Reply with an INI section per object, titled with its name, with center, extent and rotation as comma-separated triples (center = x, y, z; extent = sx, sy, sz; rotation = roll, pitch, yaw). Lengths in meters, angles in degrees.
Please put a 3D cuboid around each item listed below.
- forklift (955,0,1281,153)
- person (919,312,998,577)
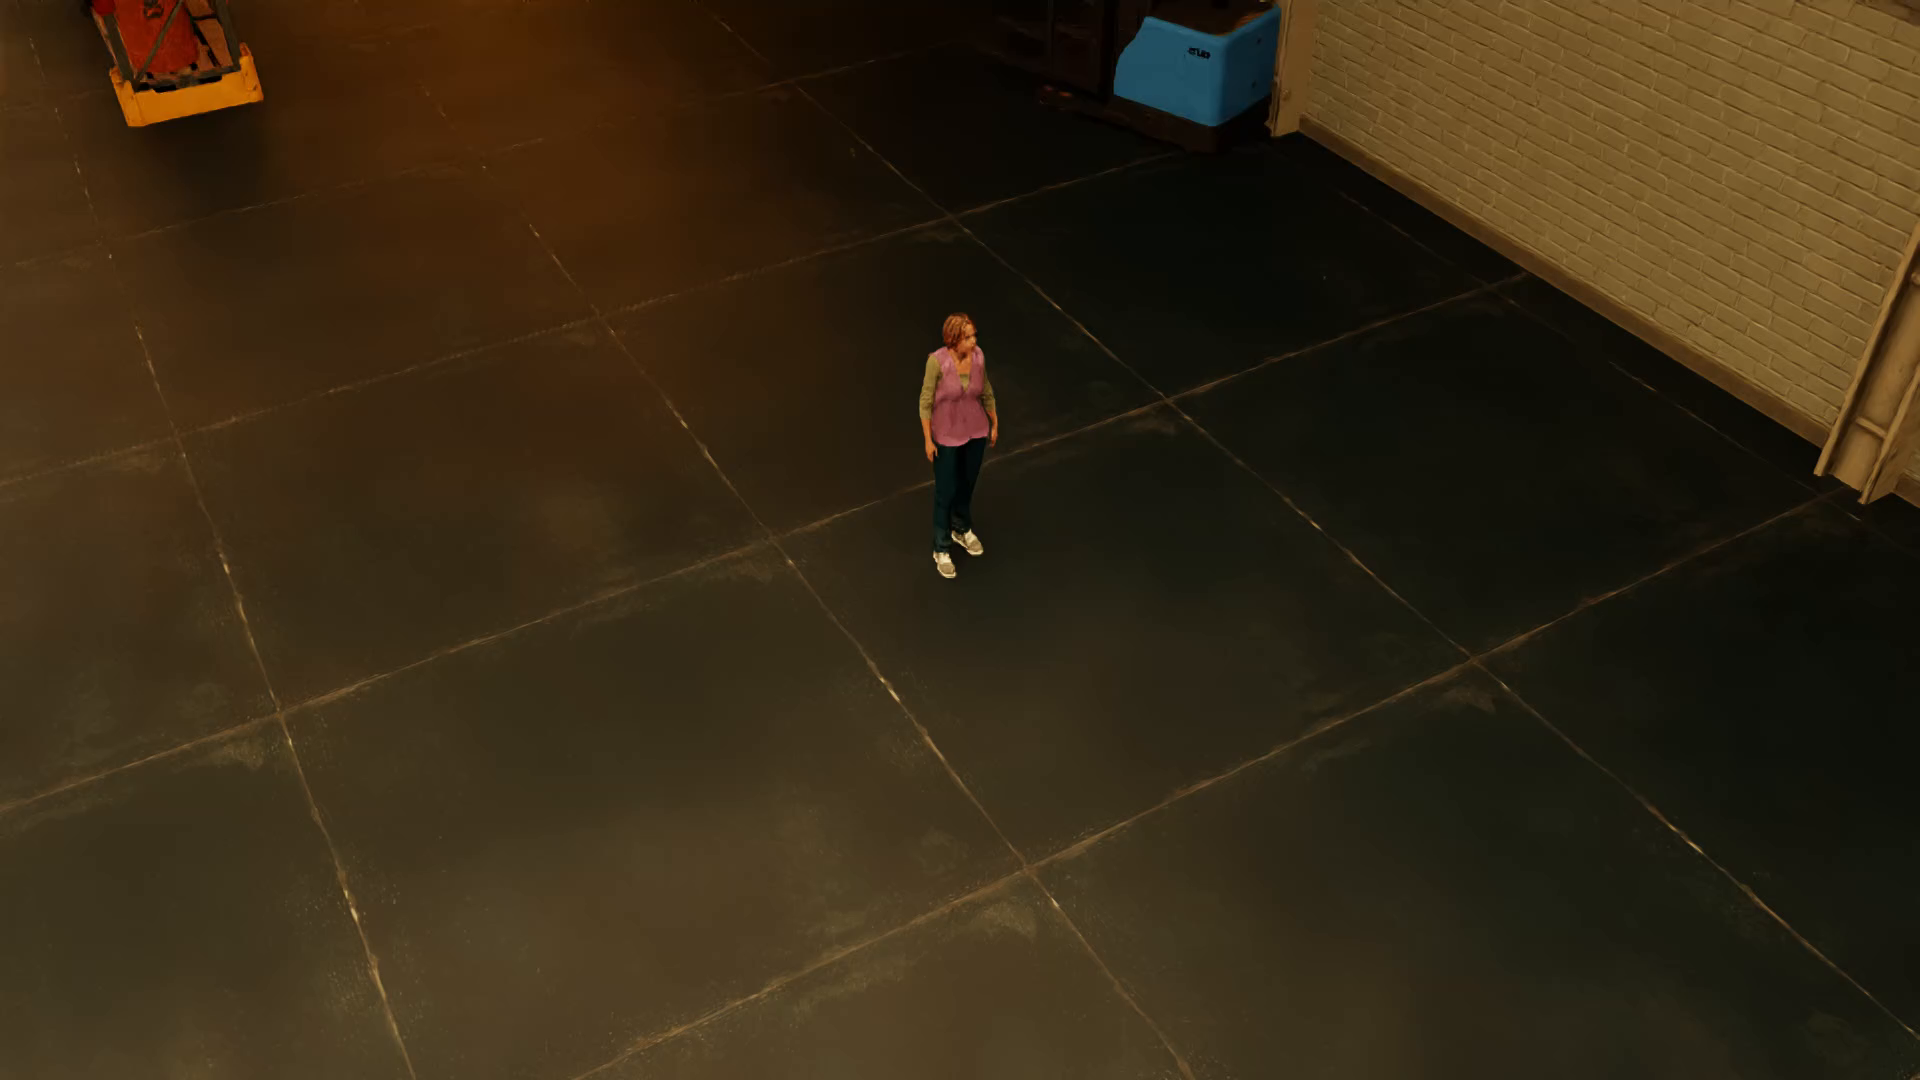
[forklift]
center = 1.321, -5.227, 14.338
extent = 3.031, 2.935, 1.130
rotation = 28, 47, 30
[person]
center = 0.025, -0.575, 9.763
extent = 0.520, 1.597, 0.474
rotation = -20, 44, -23
